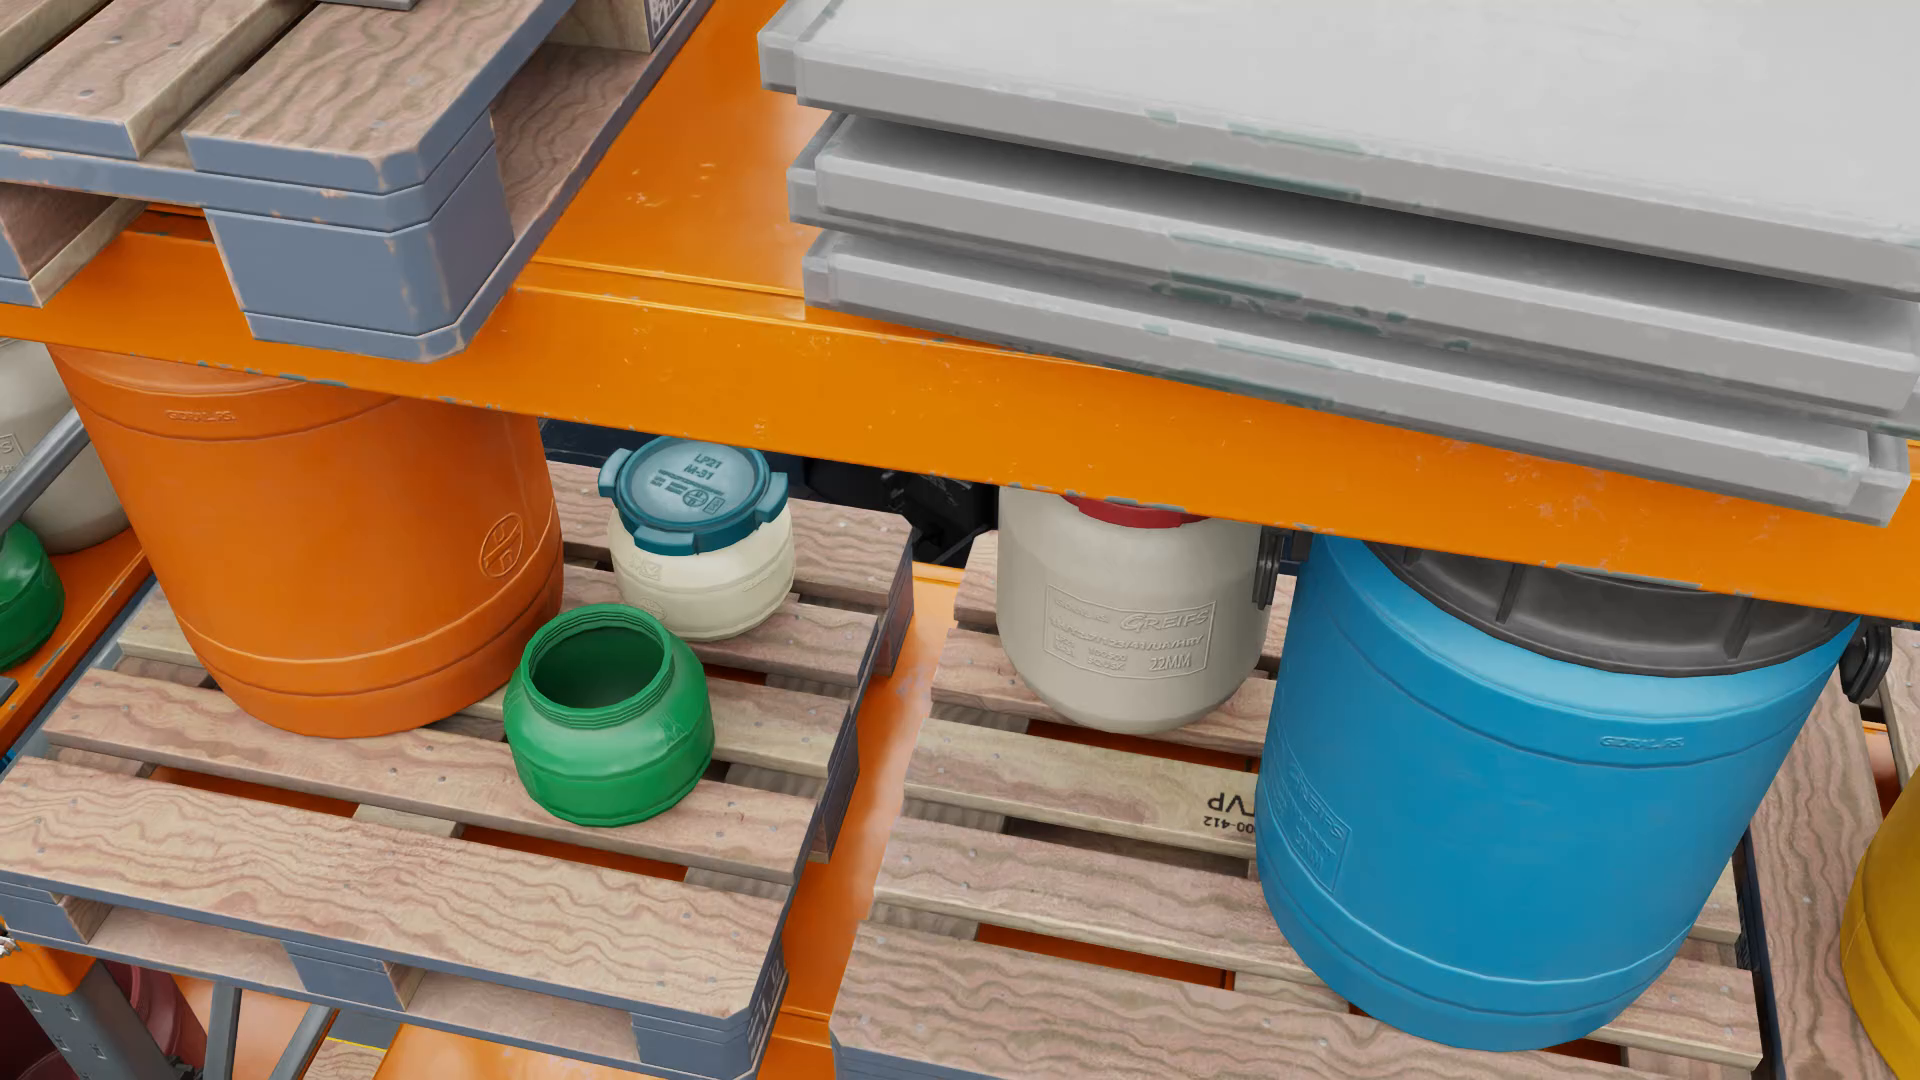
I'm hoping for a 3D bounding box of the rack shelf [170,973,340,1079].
[{"bbox_3d":[-3.448,1.070,4.455,4.000,0.370,1.077,9,45,9],"label":"rack shelf"}]

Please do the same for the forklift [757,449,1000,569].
[{"bbox_3d":[-0.399,-0.681,5.804,1.130,2.935,3.031,33,53,29],"label":"forklift"}]

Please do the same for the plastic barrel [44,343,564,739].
[{"bbox_3d":[-0.943,-0.186,2.464,0.708,0.830,0.600,9,45,9],"label":"plastic barrel"}]

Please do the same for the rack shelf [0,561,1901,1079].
[{"bbox_3d":[0.455,0.595,2.785,4.000,0.370,1.077,9,45,9],"label":"rack shelf"}]

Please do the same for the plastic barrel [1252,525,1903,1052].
[{"bbox_3d":[0.708,0.151,2.062,0.708,0.901,0.600,9,45,9],"label":"plastic barrel"}]

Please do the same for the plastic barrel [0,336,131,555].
[{"bbox_3d":[-1.733,-0.262,3.076,0.421,0.512,0.421,0,44,0],"label":"plastic barrel"}]

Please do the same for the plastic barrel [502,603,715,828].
[{"bbox_3d":[-0.513,0.253,2.430,0.294,0.245,0.294,0,44,0],"label":"plastic barrel"}]

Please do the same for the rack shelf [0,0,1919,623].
[{"bbox_3d":[0.455,-0.342,1.884,4.000,0.370,1.077,9,45,9],"label":"rack shelf"}]

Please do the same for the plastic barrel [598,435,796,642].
[{"bbox_3d":[-0.418,-0.006,2.687,0.301,0.262,0.301,0,44,0],"label":"plastic barrel"}]

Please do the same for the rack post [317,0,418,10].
[{"bbox_3d":[-0.780,-0.939,1.751,0.937,0.300,0.954,9,45,9],"label":"rack post"}]

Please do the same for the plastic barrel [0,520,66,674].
[{"bbox_3d":[-1.749,0.086,2.907,0.294,0.245,0.294,0,44,0],"label":"plastic barrel"}]

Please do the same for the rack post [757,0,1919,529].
[{"bbox_3d":[0.404,-0.483,1.583,0.954,0.300,0.937,13,45,13],"label":"rack post"}]

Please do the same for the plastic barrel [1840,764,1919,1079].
[{"bbox_3d":[1.472,0.418,2.011,0.600,0.588,0.600,0,44,0],"label":"plastic barrel"}]

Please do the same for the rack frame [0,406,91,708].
[{"bbox_3d":[-1.496,-1.048,1.810,0.127,3.000,1.000,9,45,9],"label":"rack frame"}]

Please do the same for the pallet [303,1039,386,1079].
[{"bbox_3d":[-2.244,1.974,5.007,1.213,0.211,1.003,9,45,9],"label":"pallet"}]

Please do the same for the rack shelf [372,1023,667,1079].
[{"bbox_3d":[0.455,1.675,3.825,4.000,0.370,1.077,9,45,9],"label":"rack shelf"}]

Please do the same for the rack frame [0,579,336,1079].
[{"bbox_3d":[-1.496,1.113,3.890,0.127,3.000,1.000,9,45,9],"label":"rack frame"}]

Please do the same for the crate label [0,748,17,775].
[{"bbox_3d":[-2.407,0.767,4.225,0.616,0.435,0.502,9,45,9],"label":"crate label"}]

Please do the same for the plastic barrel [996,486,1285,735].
[{"bbox_3d":[0.267,-0.001,2.485,0.433,0.535,0.433,0,44,0],"label":"plastic barrel"}]

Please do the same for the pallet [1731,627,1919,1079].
[{"bbox_3d":[1.621,0.654,2.341,1.003,0.211,1.213,9,45,9],"label":"pallet"}]

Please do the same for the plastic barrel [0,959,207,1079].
[{"bbox_3d":[-2.015,1.199,3.703,0.708,0.536,0.600,9,45,9],"label":"plastic barrel"}]

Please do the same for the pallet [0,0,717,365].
[{"bbox_3d":[-0.799,-0.706,1.879,1.003,0.211,1.213,9,45,9],"label":"pallet"}]

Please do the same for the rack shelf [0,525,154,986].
[{"bbox_3d":[-3.448,-0.011,3.414,4.000,0.370,1.077,9,45,9],"label":"rack shelf"}]

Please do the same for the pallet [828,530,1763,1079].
[{"bbox_3d":[0.513,0.484,2.517,1.213,0.211,1.003,9,45,9],"label":"pallet"}]

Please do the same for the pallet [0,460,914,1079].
[{"bbox_3d":[-0.771,0.283,2.727,1.213,0.211,1.003,9,45,9],"label":"pallet"}]
